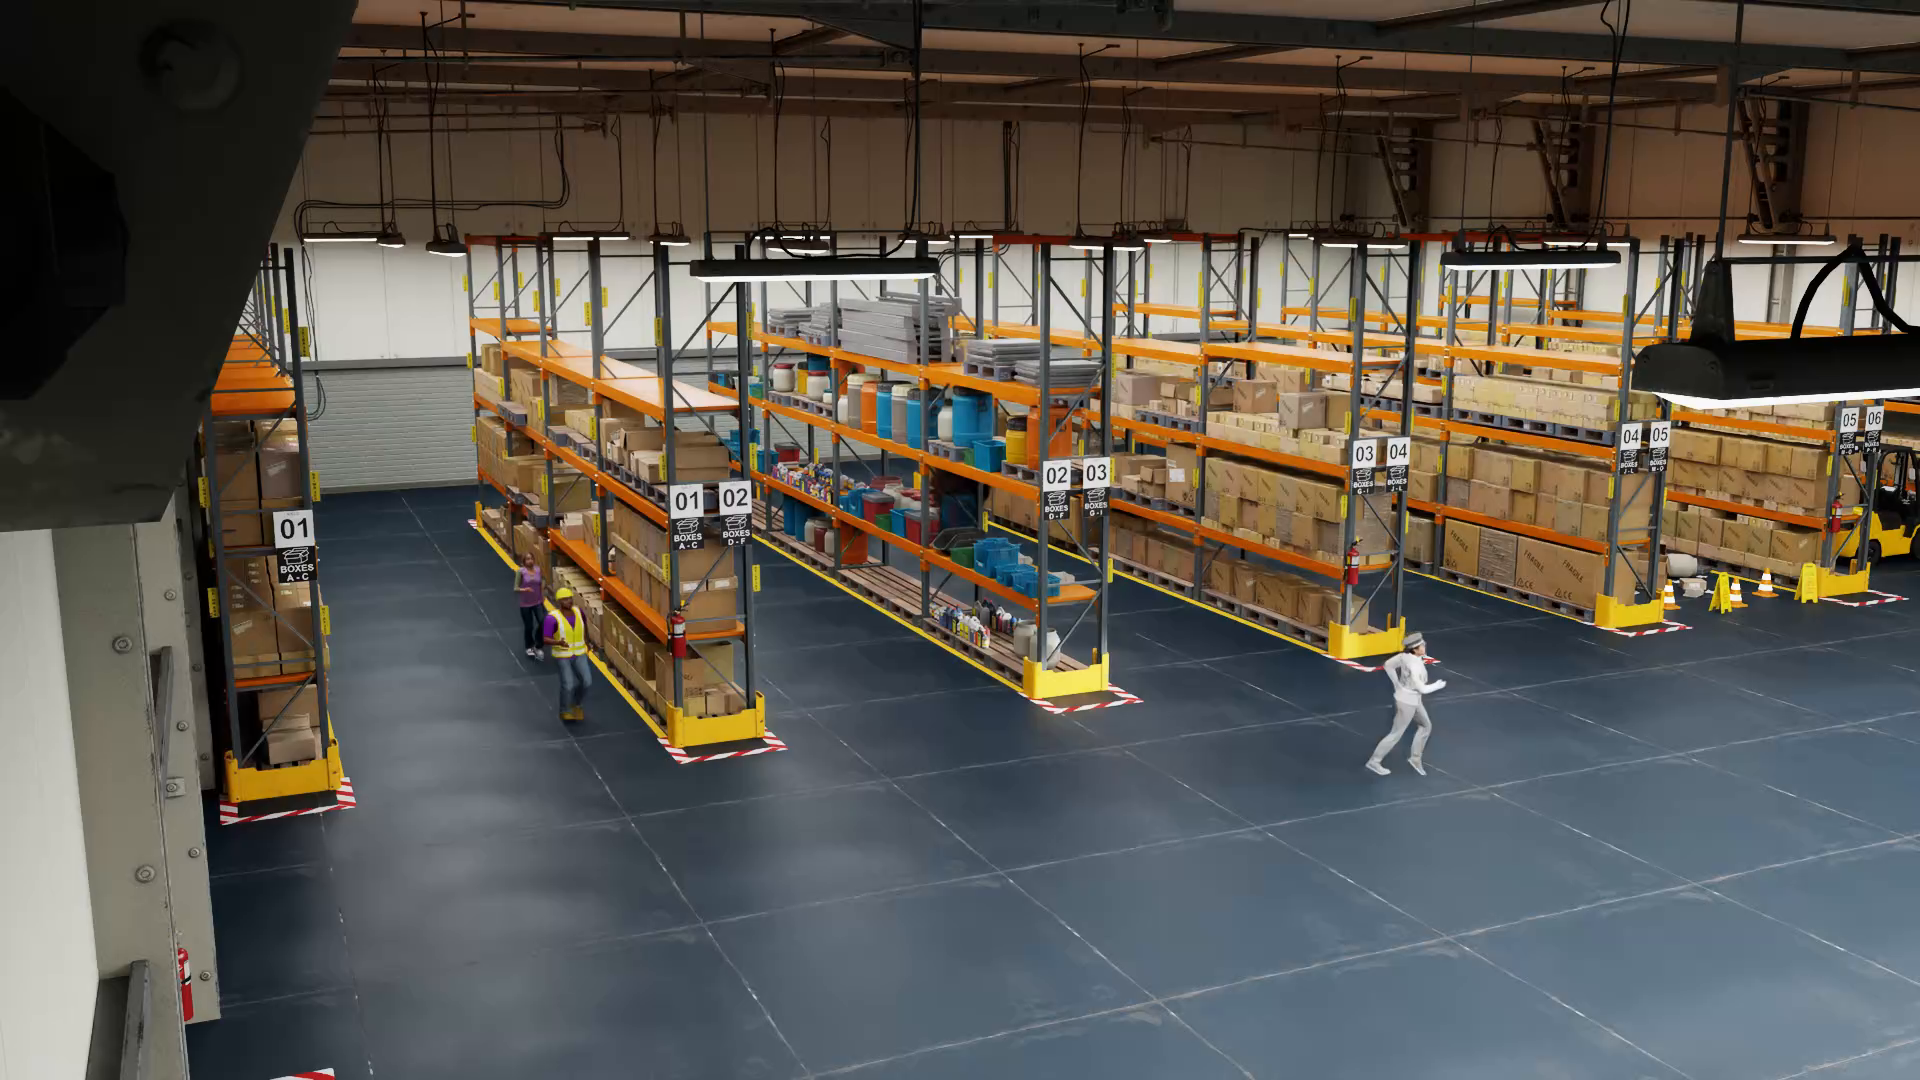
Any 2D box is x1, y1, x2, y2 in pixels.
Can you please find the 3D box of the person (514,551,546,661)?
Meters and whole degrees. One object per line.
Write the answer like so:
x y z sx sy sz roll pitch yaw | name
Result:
-6.173 0.955 24.016 0.515 1.608 0.639 -6 12 -28 | person

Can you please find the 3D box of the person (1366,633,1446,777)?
5.091 1.885 18.987 0.850 1.729 0.622 1 11 4 | person

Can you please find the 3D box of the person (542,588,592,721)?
-4.893 1.468 20.967 0.680 1.750 0.626 -8 14 -37 | person
